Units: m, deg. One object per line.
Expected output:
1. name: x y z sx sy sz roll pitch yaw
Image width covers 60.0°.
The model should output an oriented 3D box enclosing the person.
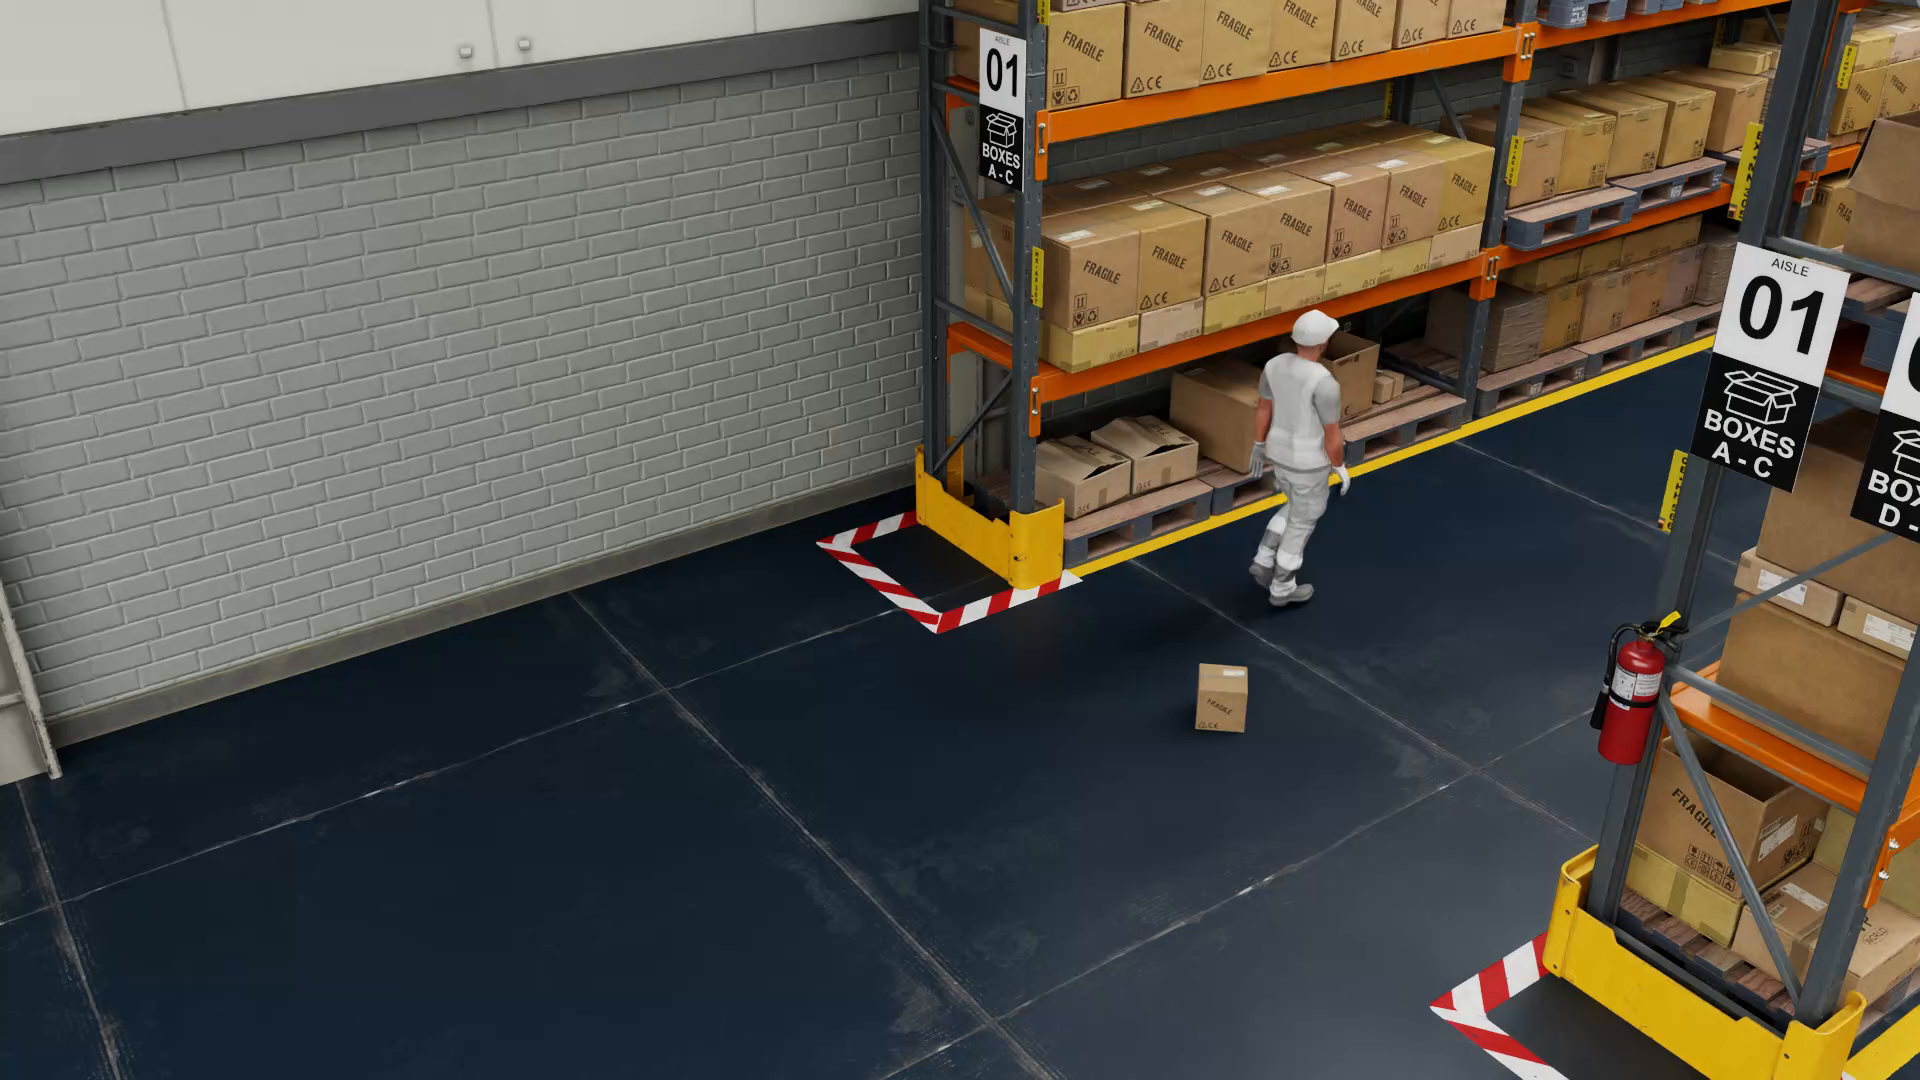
1. person: 1.932 -0.454 9.389 0.462 1.795 0.570 -17 33 -28
